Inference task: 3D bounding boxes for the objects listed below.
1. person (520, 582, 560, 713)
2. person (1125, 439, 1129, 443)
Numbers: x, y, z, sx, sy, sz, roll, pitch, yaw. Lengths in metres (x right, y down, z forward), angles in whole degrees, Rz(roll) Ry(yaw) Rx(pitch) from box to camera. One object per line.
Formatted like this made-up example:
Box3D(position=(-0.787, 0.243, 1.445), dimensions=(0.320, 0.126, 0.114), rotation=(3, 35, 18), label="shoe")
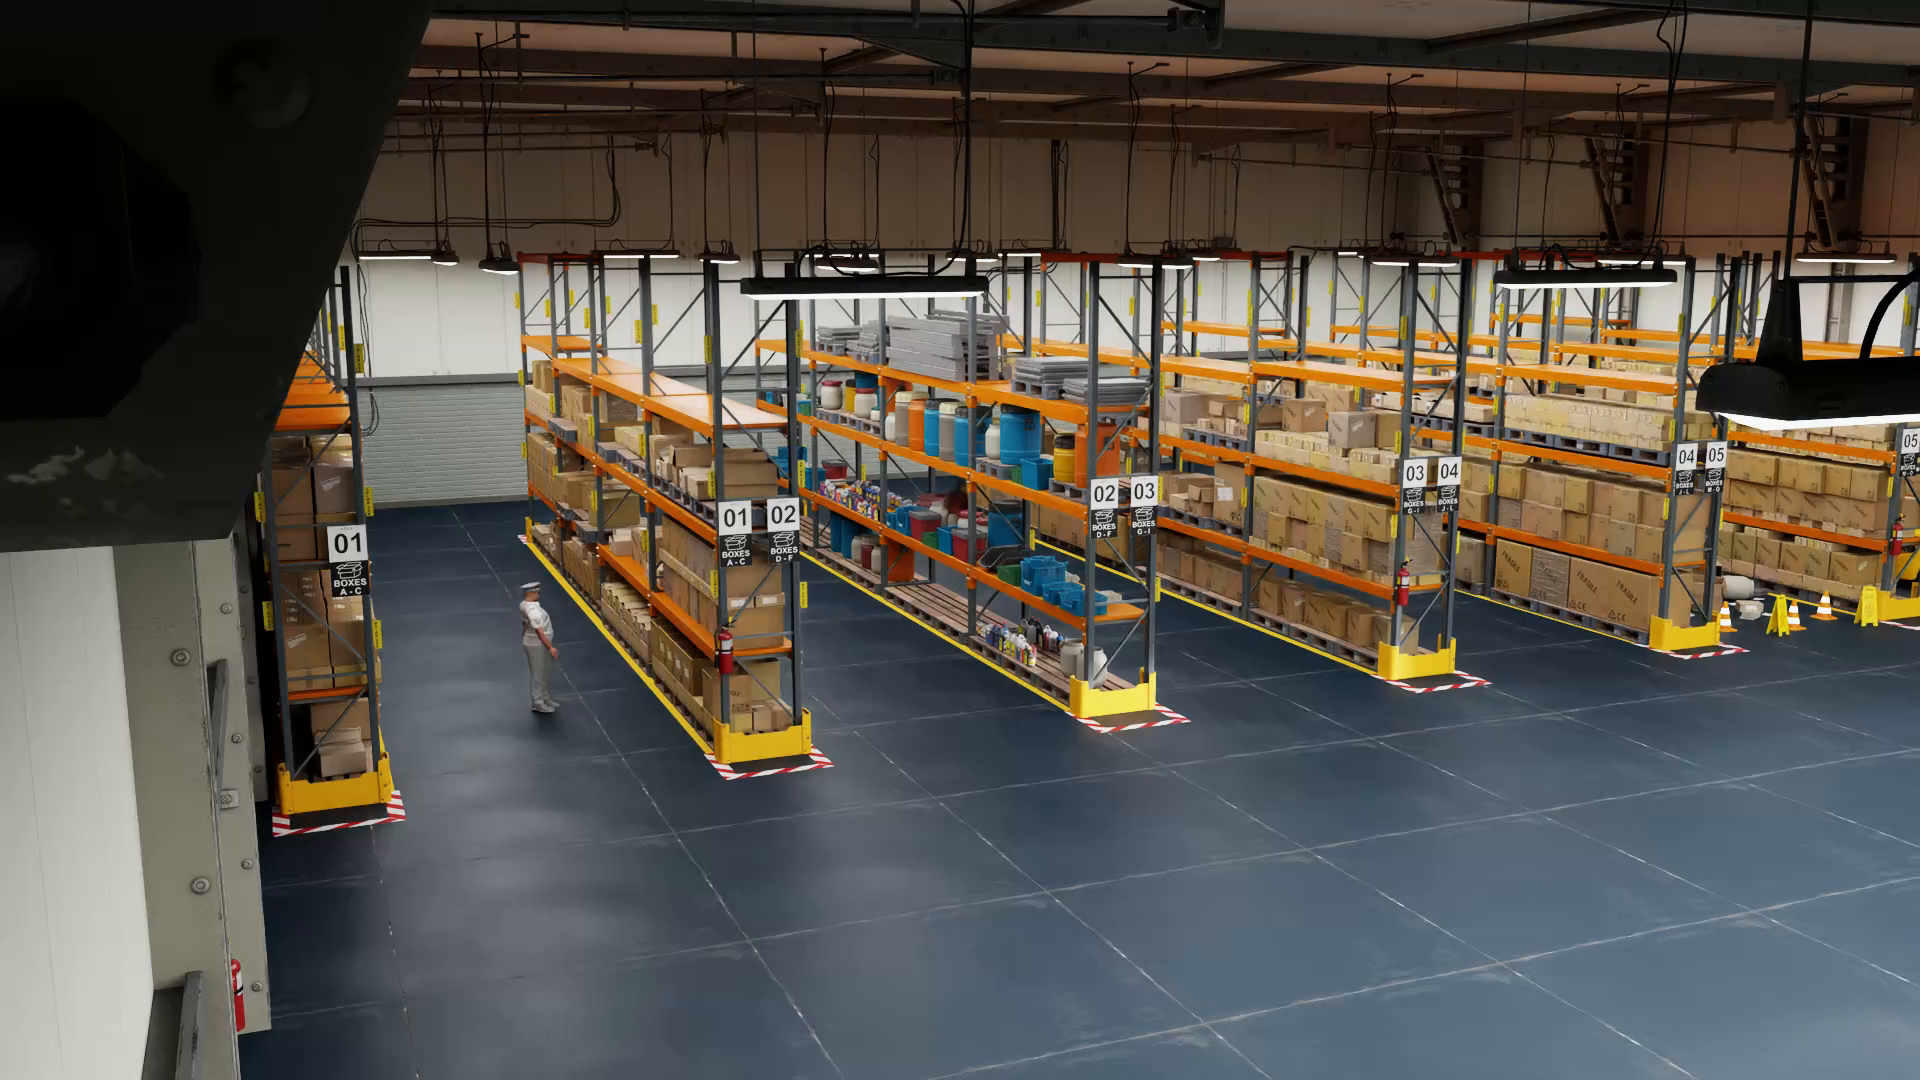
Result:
Box3D(position=(-5.641, 1.446, 22.377), dimensions=(0.554, 1.787, 0.612), rotation=(0, 10, -3), label="person")
Box3D(position=(3.939, -1.585, 39.125), dimensions=(0.472, 1.630, 0.891), rotation=(-3, 11, -15), label="person")
